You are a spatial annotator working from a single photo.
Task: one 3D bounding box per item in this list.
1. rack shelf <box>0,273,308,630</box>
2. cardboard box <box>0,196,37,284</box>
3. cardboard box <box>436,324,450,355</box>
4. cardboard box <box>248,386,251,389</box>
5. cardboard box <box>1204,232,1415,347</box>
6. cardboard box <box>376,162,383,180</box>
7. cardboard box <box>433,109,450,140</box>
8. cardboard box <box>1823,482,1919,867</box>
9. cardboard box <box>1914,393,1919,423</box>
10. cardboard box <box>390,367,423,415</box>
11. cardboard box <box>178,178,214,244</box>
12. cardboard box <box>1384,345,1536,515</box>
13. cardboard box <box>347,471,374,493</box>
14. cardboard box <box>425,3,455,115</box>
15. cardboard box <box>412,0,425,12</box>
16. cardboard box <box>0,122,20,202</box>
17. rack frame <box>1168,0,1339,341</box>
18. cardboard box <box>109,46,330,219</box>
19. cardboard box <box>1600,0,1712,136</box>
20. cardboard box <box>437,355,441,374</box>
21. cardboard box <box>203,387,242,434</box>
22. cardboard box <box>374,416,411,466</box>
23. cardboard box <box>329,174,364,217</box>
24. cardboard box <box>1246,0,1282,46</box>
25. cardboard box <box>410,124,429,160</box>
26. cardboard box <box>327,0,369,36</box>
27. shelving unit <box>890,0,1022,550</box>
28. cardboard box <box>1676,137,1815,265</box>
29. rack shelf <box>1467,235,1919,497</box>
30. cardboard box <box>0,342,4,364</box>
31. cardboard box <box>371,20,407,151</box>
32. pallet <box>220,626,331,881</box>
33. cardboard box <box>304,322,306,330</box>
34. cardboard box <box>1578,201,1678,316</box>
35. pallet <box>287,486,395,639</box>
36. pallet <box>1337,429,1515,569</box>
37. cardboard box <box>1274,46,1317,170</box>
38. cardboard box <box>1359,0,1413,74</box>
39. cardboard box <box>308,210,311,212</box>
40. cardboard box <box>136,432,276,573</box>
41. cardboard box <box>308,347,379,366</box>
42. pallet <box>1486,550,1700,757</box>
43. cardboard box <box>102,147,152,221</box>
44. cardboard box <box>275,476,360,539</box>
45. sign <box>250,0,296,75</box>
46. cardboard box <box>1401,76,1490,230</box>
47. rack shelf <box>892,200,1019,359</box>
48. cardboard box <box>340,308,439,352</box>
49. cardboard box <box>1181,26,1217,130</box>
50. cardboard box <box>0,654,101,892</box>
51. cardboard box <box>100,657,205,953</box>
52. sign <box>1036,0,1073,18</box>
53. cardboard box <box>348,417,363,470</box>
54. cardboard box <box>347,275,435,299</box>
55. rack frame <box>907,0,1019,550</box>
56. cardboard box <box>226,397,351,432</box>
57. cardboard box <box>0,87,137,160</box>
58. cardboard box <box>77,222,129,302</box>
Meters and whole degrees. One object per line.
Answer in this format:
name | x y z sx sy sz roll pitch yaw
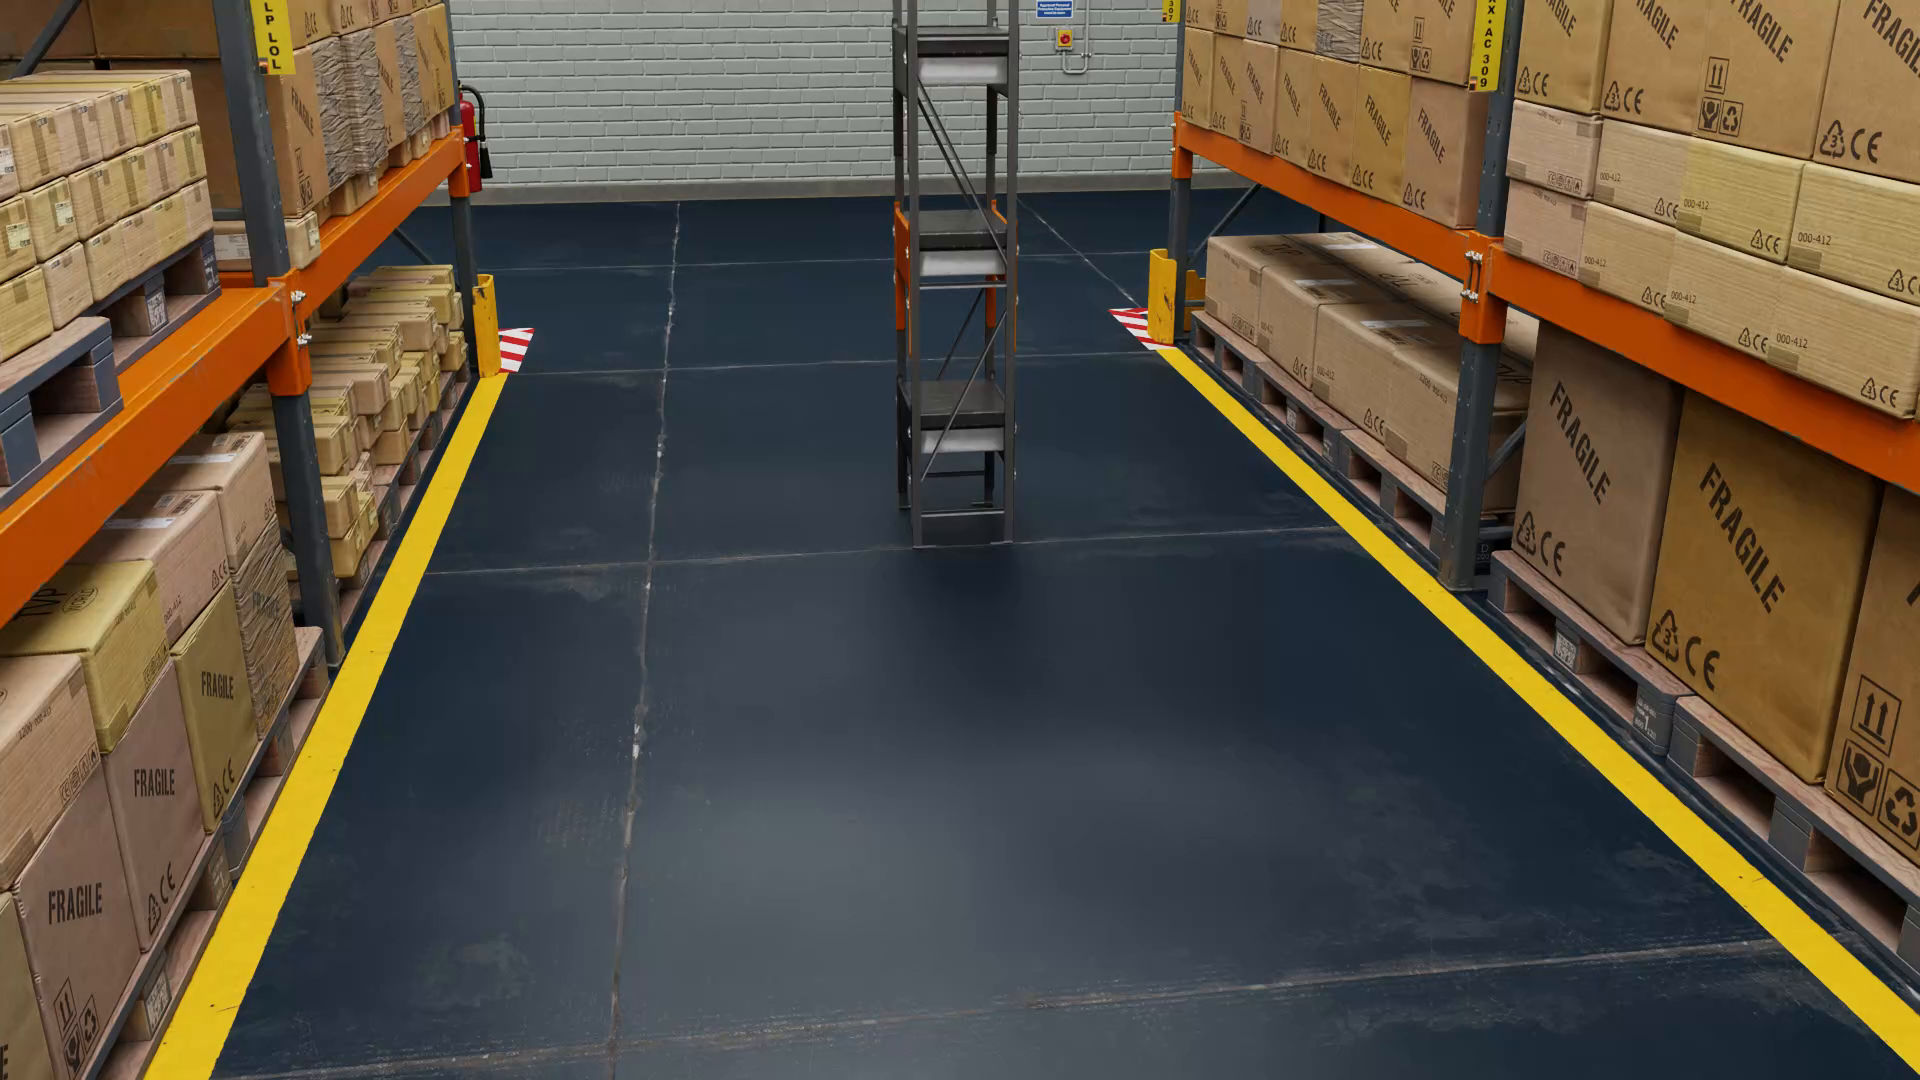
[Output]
rack shelf | -2.289 0.063 3.288 1.077 0.370 4.000 -3 21 -8
cardboard box | -2.131 -0.600 3.370 0.380 0.149 0.250 -3 21 -8
cardboard box | -2.719 -1.003 8.165 0.380 0.149 0.250 -4 21 -10
cardboard box | -3.055 -0.612 7.117 0.380 0.149 0.250 -2 21 -5
cardboard box | 1.924 -1.409 9.262 0.875 0.438 0.875 -4 21 -10
cardboard box | -2.674 -1.593 7.054 0.380 0.149 0.250 -3 21 -7
cardboard box | -2.827 -2.135 8.504 0.380 0.149 0.250 -3 21 -8
cardboard box | 2.742 0.380 3.847 0.875 0.875 0.875 -3 21 -7
cardboard box | 2.408 -0.309 3.470 0.500 0.250 0.500 -3 21 -8
cardboard box | -2.545 -0.641 7.195 0.380 0.149 0.250 -3 21 -7
cardboard box | -2.324 -0.918 4.645 0.380 0.149 0.250 -3 21 -9
cardboard box | 2.322 -0.470 6.749 0.875 0.438 0.875 -3 21 -9
cardboard box | -2.437 -0.145 6.292 0.380 0.149 0.250 -3 21 -8
cardboard box | -2.834 -2.395 8.272 0.500 0.500 0.500 -2 21 -7
cardboard box | -2.769 -2.684 7.619 0.500 0.500 0.500 -4 21 -10
cardboard box | -2.139 -0.743 3.328 0.380 0.149 0.250 -4 21 -10
rack frame | 1.730 -2.636 9.486 1.000 3.000 0.127 -3 21 -8
cardboard box | -2.399 -1.336 5.439 0.500 0.500 0.500 -3 21 -9
cardboard box | 2.186 -1.424 4.671 0.500 0.500 0.500 -3 21 -8
cardboard box | -2.781 -0.861 8.208 0.380 0.149 0.250 -3 21 -8
cardboard box | -2.965 -0.482 6.344 0.380 0.149 0.250 -2 21 -6
cardboard box | -2.539 -0.417 7.019 0.380 0.149 0.250 -3 21 -9
cardboard box | -2.500 -1.323 6.331 0.380 0.149 0.250 -3 21 -7
cardboard box | 1.681 -2.614 7.856 0.500 0.500 0.500 -3 21 -8
cardboard box | -2.717 -1.873 7.804 0.380 0.149 0.250 -2 21 -6
cardboard box | -2.533 -2.144 6.172 0.500 0.500 0.500 -3 21 -7
shelving unit | -0.024 -1.041 6.502 0.431 2.100 0.503 -3 21 -8
cardboard box | 2.240 -0.893 4.320 0.500 0.250 0.500 -3 21 -7
rack shelf | 2.595 -0.221 4.050 1.077 0.370 4.000 -3 21 -8
cardboard box | -2.094 -0.374 3.190 0.380 0.149 0.250 -4 21 -10
cardboard box | -2.621 -1.868 6.862 0.500 0.500 0.500 -2 21 -5
pallet | -2.463 0.610 4.782 1.003 0.211 1.213 -3 21 -8
cardboard box | -3.198 -0.931 7.546 0.380 0.149 0.250 -2 21 -6
cardboard box | 2.185 -0.836 4.881 0.500 0.250 0.500 -3 21 -9
pallet | -2.709 0.109 6.121 1.003 0.211 1.213 -3 21 -8
pallet | 2.275 -0.212 6.981 1.003 0.211 1.213 -3 21 -8
cardboard box | 1.760 -1.979 7.583 0.500 0.500 0.500 -2 21 -6
cardboard box | 1.900 -2.092 6.457 0.500 0.500 0.500 -3 21 -9
cardboard box | -2.405 -1.049 5.596 0.380 0.149 0.250 -2 21 -6
cardboard box | -2.220 -0.098 4.592 0.500 0.250 0.500 -3 21 -9
cardboard box | -2.625 -0.691 6.902 0.380 0.149 0.250 -4 21 -10
pallet | 2.492 0.319 5.561 1.003 0.211 1.213 -3 21 -8
cardboard box | -2.252 -0.879 4.118 0.380 0.149 0.250 -2 21 -5
cardboard box | -2.313 -0.108 5.768 0.380 0.149 0.250 -2 21 -5
sign | -2.028 -1.538 4.891 0.100 0.325 0.005 -3 21 -8
cardboard box | 1.987 -1.445 6.156 0.500 0.500 0.500 -3 21 -7
rack shelf | -0.024 -1.028 6.507 0.431 0.518 0.480 -3 21 -8
cardboard box | -2.616 -0.964 7.635 0.380 0.149 0.250 -2 21 -6
cardboard box | 1.515 -2.502 8.985 0.500 0.500 0.500 -3 21 -8
cardboard box | -1.992 0.443 3.143 0.500 0.250 0.500 -3 21 -7
cardboard box | -2.078 0.607 3.776 0.500 0.500 0.500 -3 21 -9
sign | 0.838 -4.732 14.713 0.327 0.218 0.001 -3 21 -8
cardboard box | -2.545 -0.368 6.462 0.380 0.149 0.250 -4 21 -11
cardboard box | -2.847 -1.231 8.348 0.380 0.149 0.250 -3 21 -7
rack frame | 0.011 -0.956 6.276 0.400 2.100 0.015 -3 21 -8
cardboard box | -2.488 -0.419 6.175 0.380 0.149 0.250 -3 21 -9
cardboard box | -2.251 -1.012 4.048 0.380 0.149 0.250 -4 21 -9
cardboard box | -2.216 -0.655 3.940 0.380 0.149 0.250 -4 21 -11
